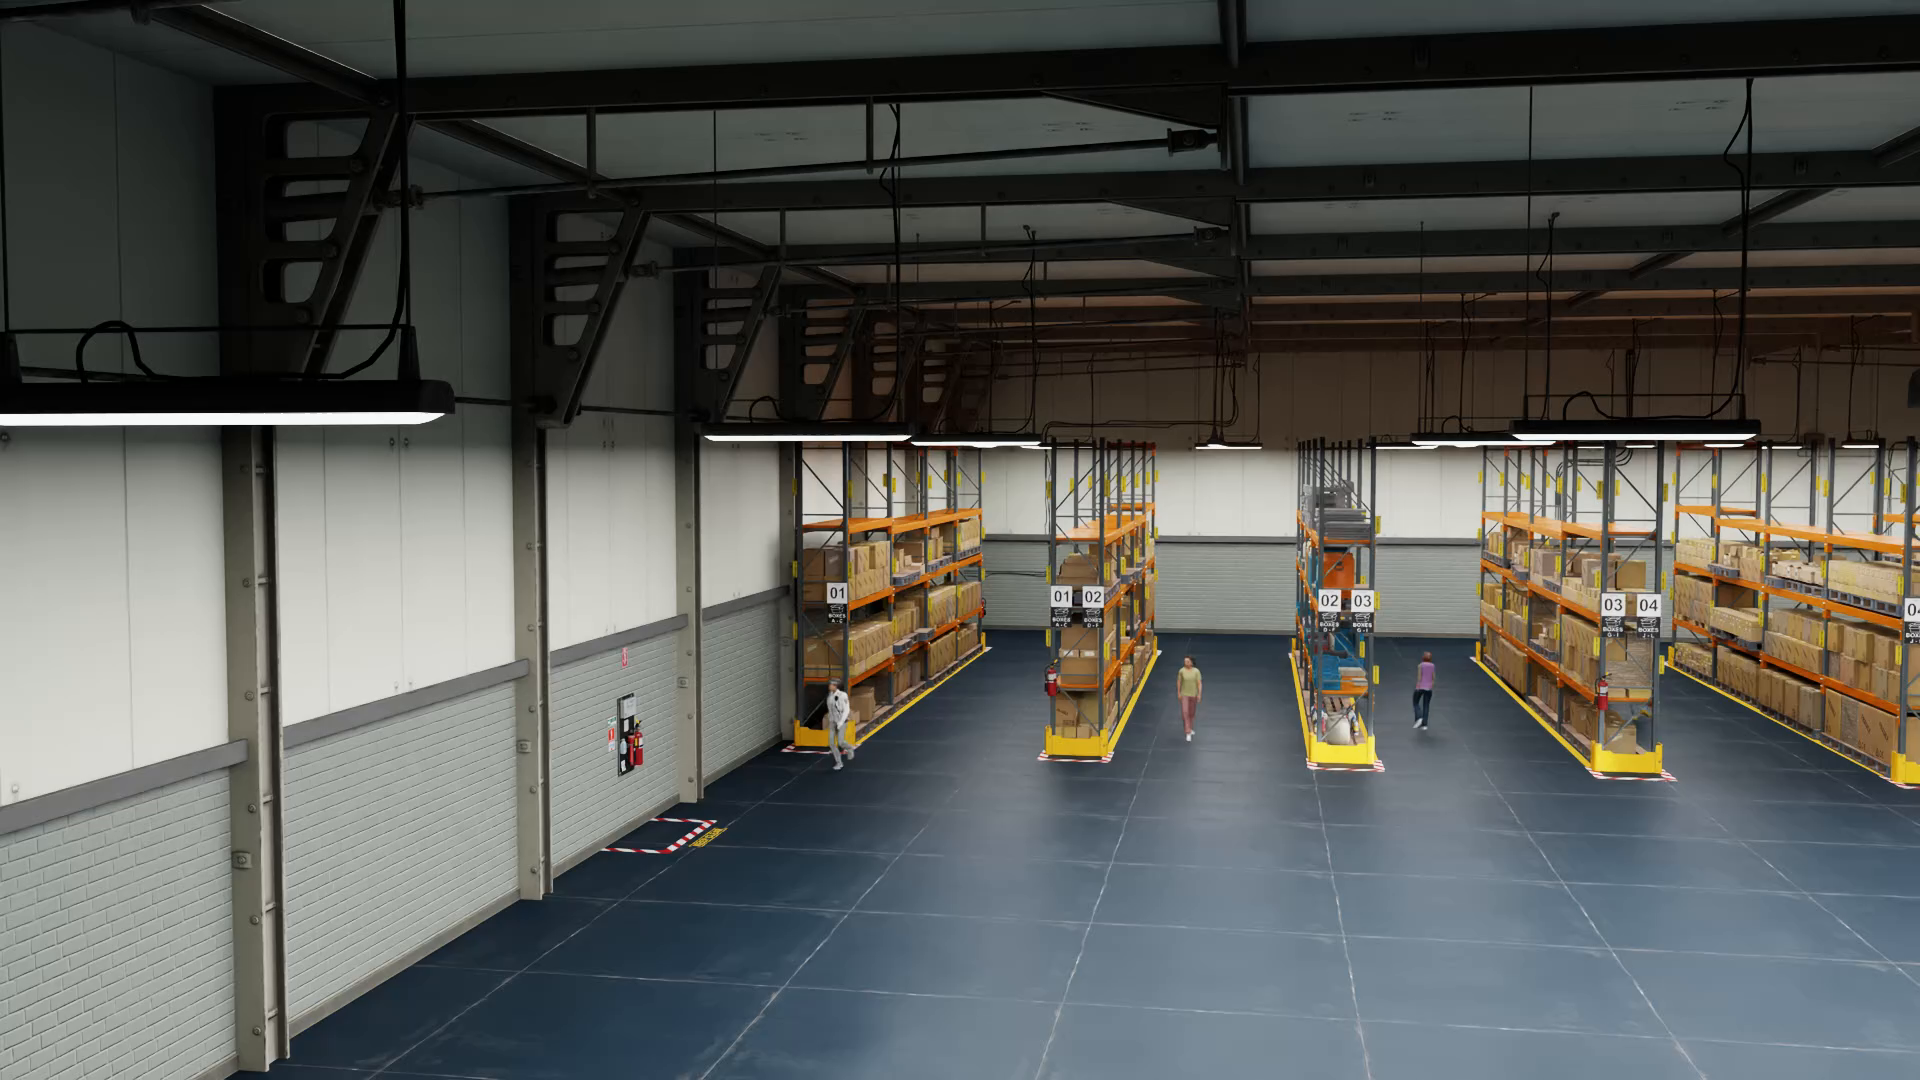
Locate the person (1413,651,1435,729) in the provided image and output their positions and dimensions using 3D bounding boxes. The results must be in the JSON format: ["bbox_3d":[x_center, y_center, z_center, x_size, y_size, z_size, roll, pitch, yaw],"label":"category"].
[{"bbox_3d":[9.577,3.105,34.268,0.440,1.594,0.447,0,3,5],"label":"person"}]

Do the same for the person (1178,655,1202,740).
[{"bbox_3d":[4.601,3.120,33.234,0.465,1.639,0.886,0,3,1],"label":"person"}]

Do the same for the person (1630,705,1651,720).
[{"bbox_3d":[14.468,2.964,35.535,0.589,1.766,0.518,1,3,14],"label":"person"}]

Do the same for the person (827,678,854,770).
[{"bbox_3d":[-2.178,3.310,30.200,0.549,1.648,0.569,2,4,38],"label":"person"}]
